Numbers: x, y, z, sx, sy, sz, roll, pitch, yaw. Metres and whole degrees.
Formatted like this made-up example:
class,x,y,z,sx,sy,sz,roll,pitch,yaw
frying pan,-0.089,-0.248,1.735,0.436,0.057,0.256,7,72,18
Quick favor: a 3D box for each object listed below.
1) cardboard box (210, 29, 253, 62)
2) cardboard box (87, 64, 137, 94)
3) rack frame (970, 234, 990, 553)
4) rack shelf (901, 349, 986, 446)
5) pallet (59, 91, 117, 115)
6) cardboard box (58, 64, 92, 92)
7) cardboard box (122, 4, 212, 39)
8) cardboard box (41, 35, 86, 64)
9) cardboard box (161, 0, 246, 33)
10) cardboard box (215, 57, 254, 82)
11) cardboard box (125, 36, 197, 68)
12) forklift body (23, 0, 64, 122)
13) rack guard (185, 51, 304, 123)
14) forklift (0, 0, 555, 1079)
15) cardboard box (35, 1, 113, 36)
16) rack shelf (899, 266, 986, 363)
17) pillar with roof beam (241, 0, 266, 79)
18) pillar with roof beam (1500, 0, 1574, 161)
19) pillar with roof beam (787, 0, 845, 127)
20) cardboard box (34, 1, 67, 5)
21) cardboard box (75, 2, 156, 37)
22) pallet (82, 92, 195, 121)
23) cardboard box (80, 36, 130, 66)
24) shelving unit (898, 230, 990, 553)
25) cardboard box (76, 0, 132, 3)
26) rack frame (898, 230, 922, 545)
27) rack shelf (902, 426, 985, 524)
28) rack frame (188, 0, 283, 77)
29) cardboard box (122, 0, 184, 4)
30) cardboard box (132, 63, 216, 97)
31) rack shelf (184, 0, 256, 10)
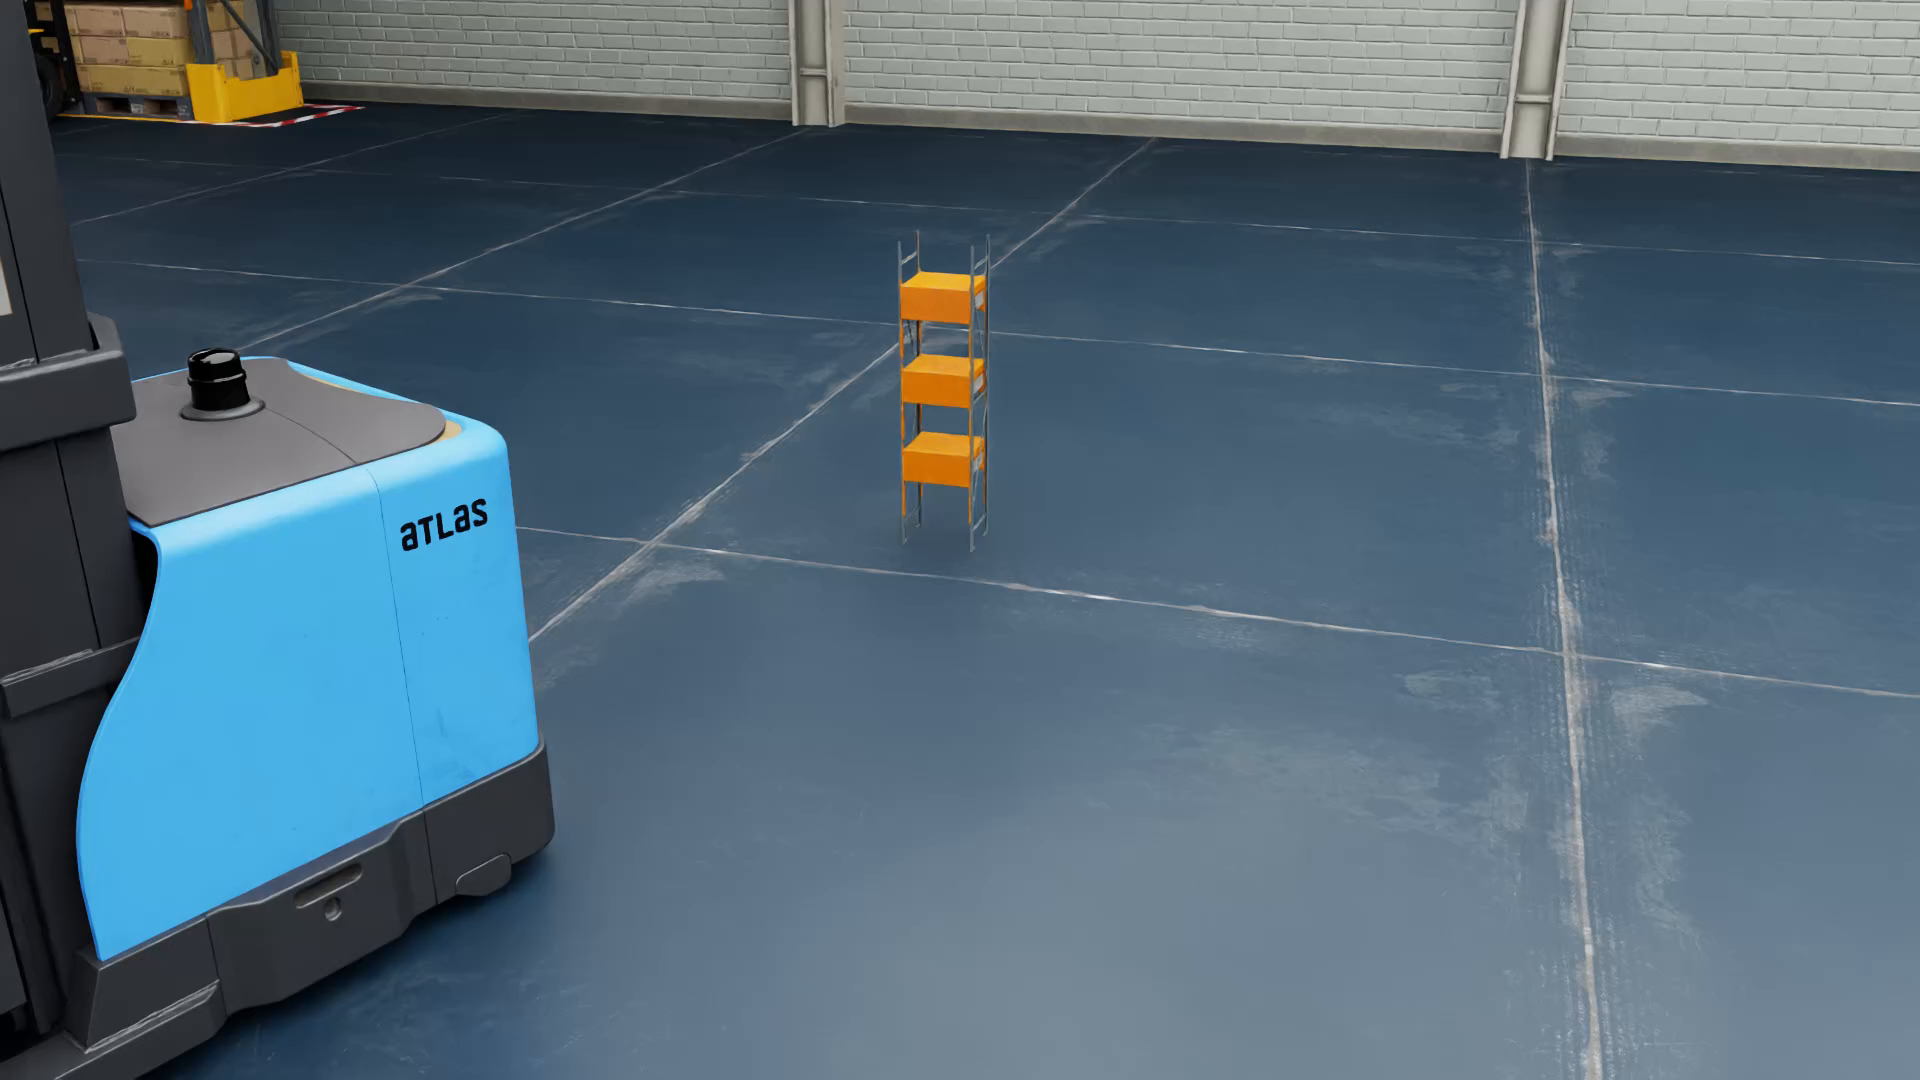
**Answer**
class,x,y,z,sx,sy,sz,roll,pitch,yaw
cardboard box,-6.982,-4.625,15.503,0.500,0.250,0.500,7,23,16
cardboard box,-7.606,-4.261,15.276,0.500,0.250,0.500,7,23,15
rack frame,0.066,-0.478,5.552,0.008,1.050,0.200,7,23,16
rack shelf,-0.051,-0.482,5.589,0.240,0.259,0.215,7,23,16
pallet,-8.500,-4.257,15.871,1.213,0.211,1.003,7,23,15
cardboard box,-8.083,-4.319,15.417,0.500,0.250,0.500,7,23,16
cardboard box,-7.123,-4.666,14.946,0.500,0.250,0.500,7,23,17
cardboard box,-8.126,-4.545,15.310,0.500,0.250,0.500,6,23,14
cardboard box,-6.997,-4.851,15.395,0.500,0.250,0.500,6,23,15
cardboard box,-7.006,-4.391,15.593,0.500,0.250,0.500,7,23,16
cardboard box,-7.148,-4.438,15.047,0.500,0.250,0.500,6,23,15
forklift body,-8.934,-4.497,13.898,1.214,2.155,2.313,7,23,16
rack guard,-6.569,-4.185,15.314,0.348,0.500,1.175,7,23,16
forklift,-2.260,-0.278,2.585,1.130,2.935,3.031,17,28,35
cardboard box,-8.099,-4.772,15.203,0.500,0.250,0.500,7,23,16
rack shelf,-0.051,-0.744,5.481,0.240,0.259,0.215,7,23,16
pillar with roof beam,-8.242,-6.960,10.879,0.400,9.000,9.100,7,23,16
pillar with roof beam,3.247,-5.644,7.672,0.400,9.000,9.100,7,23,16
pillar with roof beam,-2.497,-6.302,9.276,0.400,9.000,9.100,7,23,16
cardboard box,-8.582,-4.830,15.345,0.500,0.250,0.500,6,23,14
cardboard box,-7.613,-4.720,15.077,0.500,0.250,0.500,7,23,16
pallet,-7.336,-4.123,15.543,1.213,0.211,1.003,7,23,16
cardboard box,-7.625,-4.497,15.190,0.500,0.250,0.500,6,23,15
shelving unit,-0.051,-0.492,5.585,0.252,1.050,0.215,7,23,16
cardboard box,-7.952,-4.963,15.668,0.500,0.250,0.500,6,23,15
rack frame,-0.168,-0.505,5.618,0.008,1.050,0.200,7,23,16
rack shelf,-0.051,-0.225,5.695,0.240,0.259,0.215,7,23,16
rack frame,-6.592,-5.344,14.847,0.127,3.000,1.000,7,23,16
cardboard box,-7.477,-4.904,15.525,0.500,0.250,0.500,7,23,16
cardboard box,-7.133,-4.203,15.134,0.500,0.250,0.500,7,23,16
rack shelf,-8.507,-5.231,15.518,4.000,0.370,1.077,7,23,16
